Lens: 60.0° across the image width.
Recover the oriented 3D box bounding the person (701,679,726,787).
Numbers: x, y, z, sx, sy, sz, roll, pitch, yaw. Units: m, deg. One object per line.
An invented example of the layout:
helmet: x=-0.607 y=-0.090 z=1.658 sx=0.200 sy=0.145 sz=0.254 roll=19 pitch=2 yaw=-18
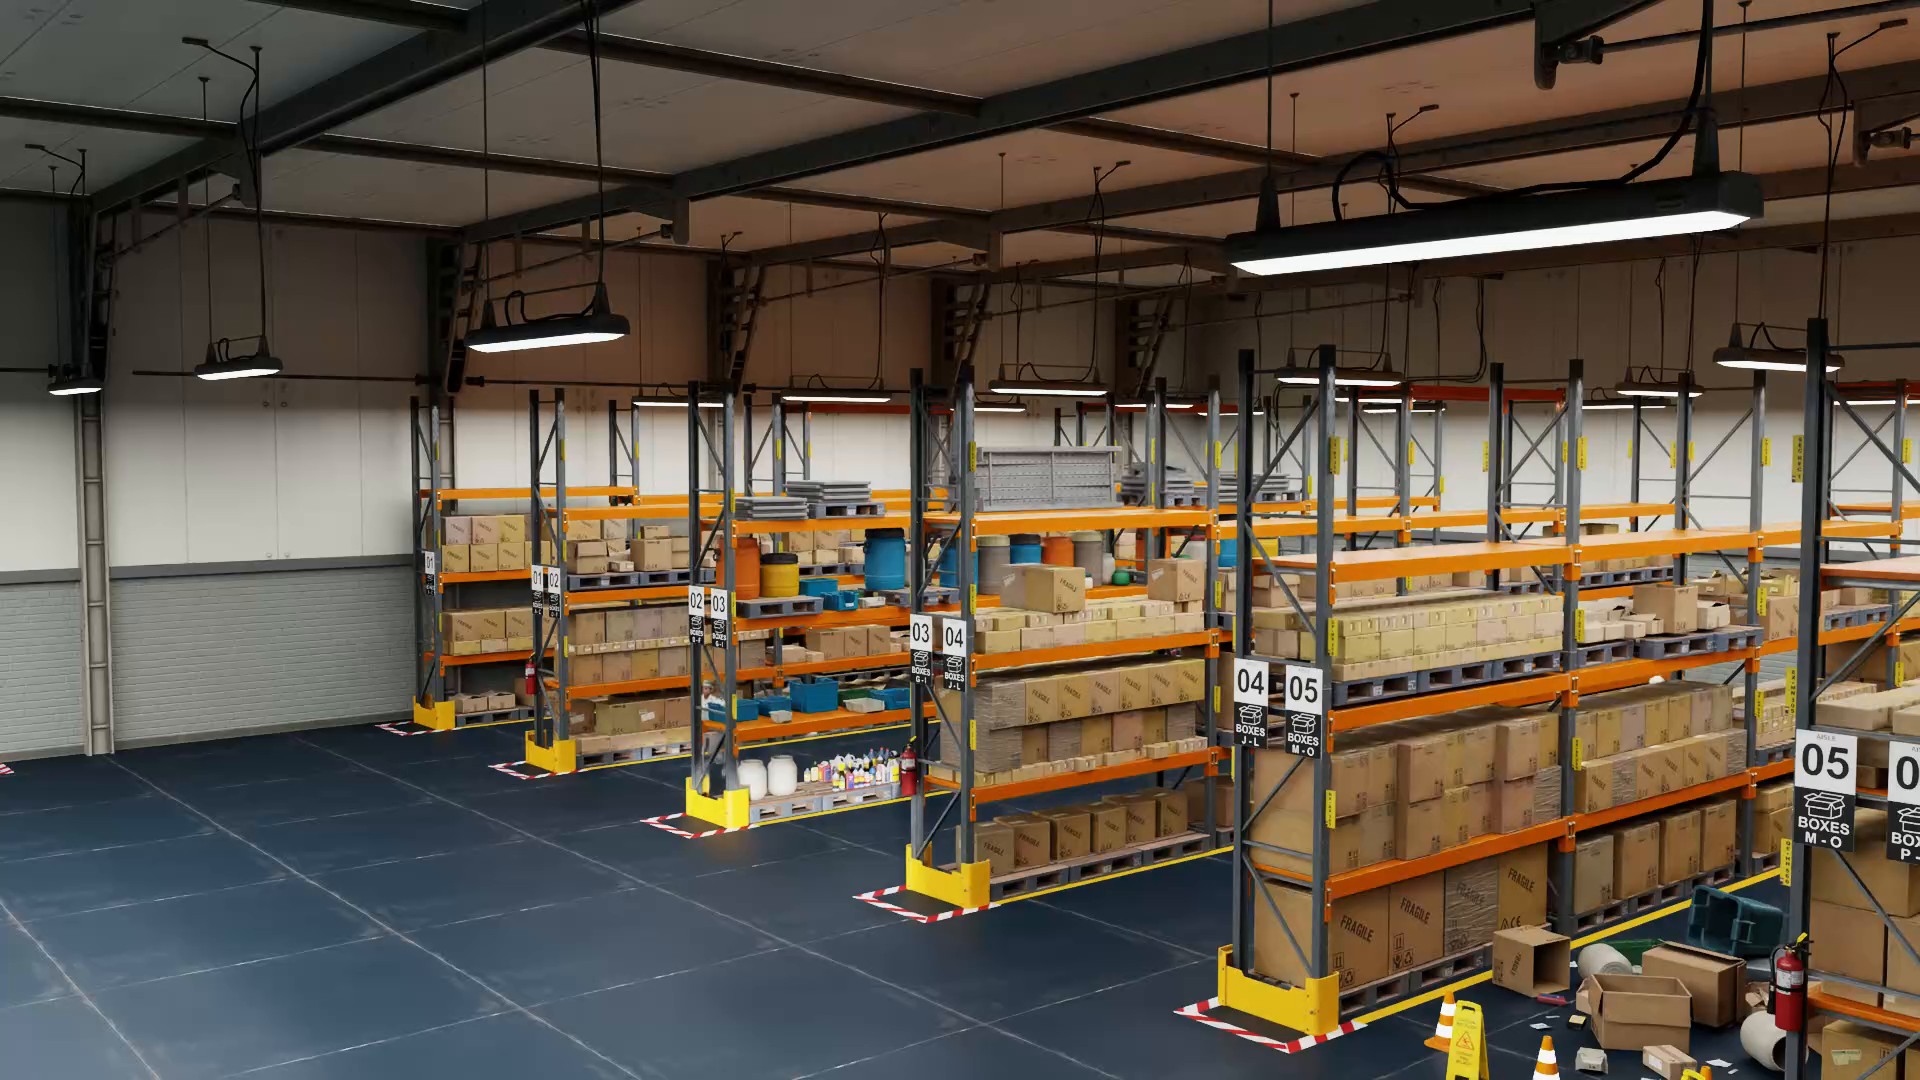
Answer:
person: x=-3.712 y=2.879 z=24.872 sx=0.603 sy=1.668 sz=0.785 roll=1 pitch=4 yaw=23

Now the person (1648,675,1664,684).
person: x=10.592 y=2.861 z=25.016 sx=0.697 sy=1.731 sz=1.046 roll=3 pitch=4 yaw=38
